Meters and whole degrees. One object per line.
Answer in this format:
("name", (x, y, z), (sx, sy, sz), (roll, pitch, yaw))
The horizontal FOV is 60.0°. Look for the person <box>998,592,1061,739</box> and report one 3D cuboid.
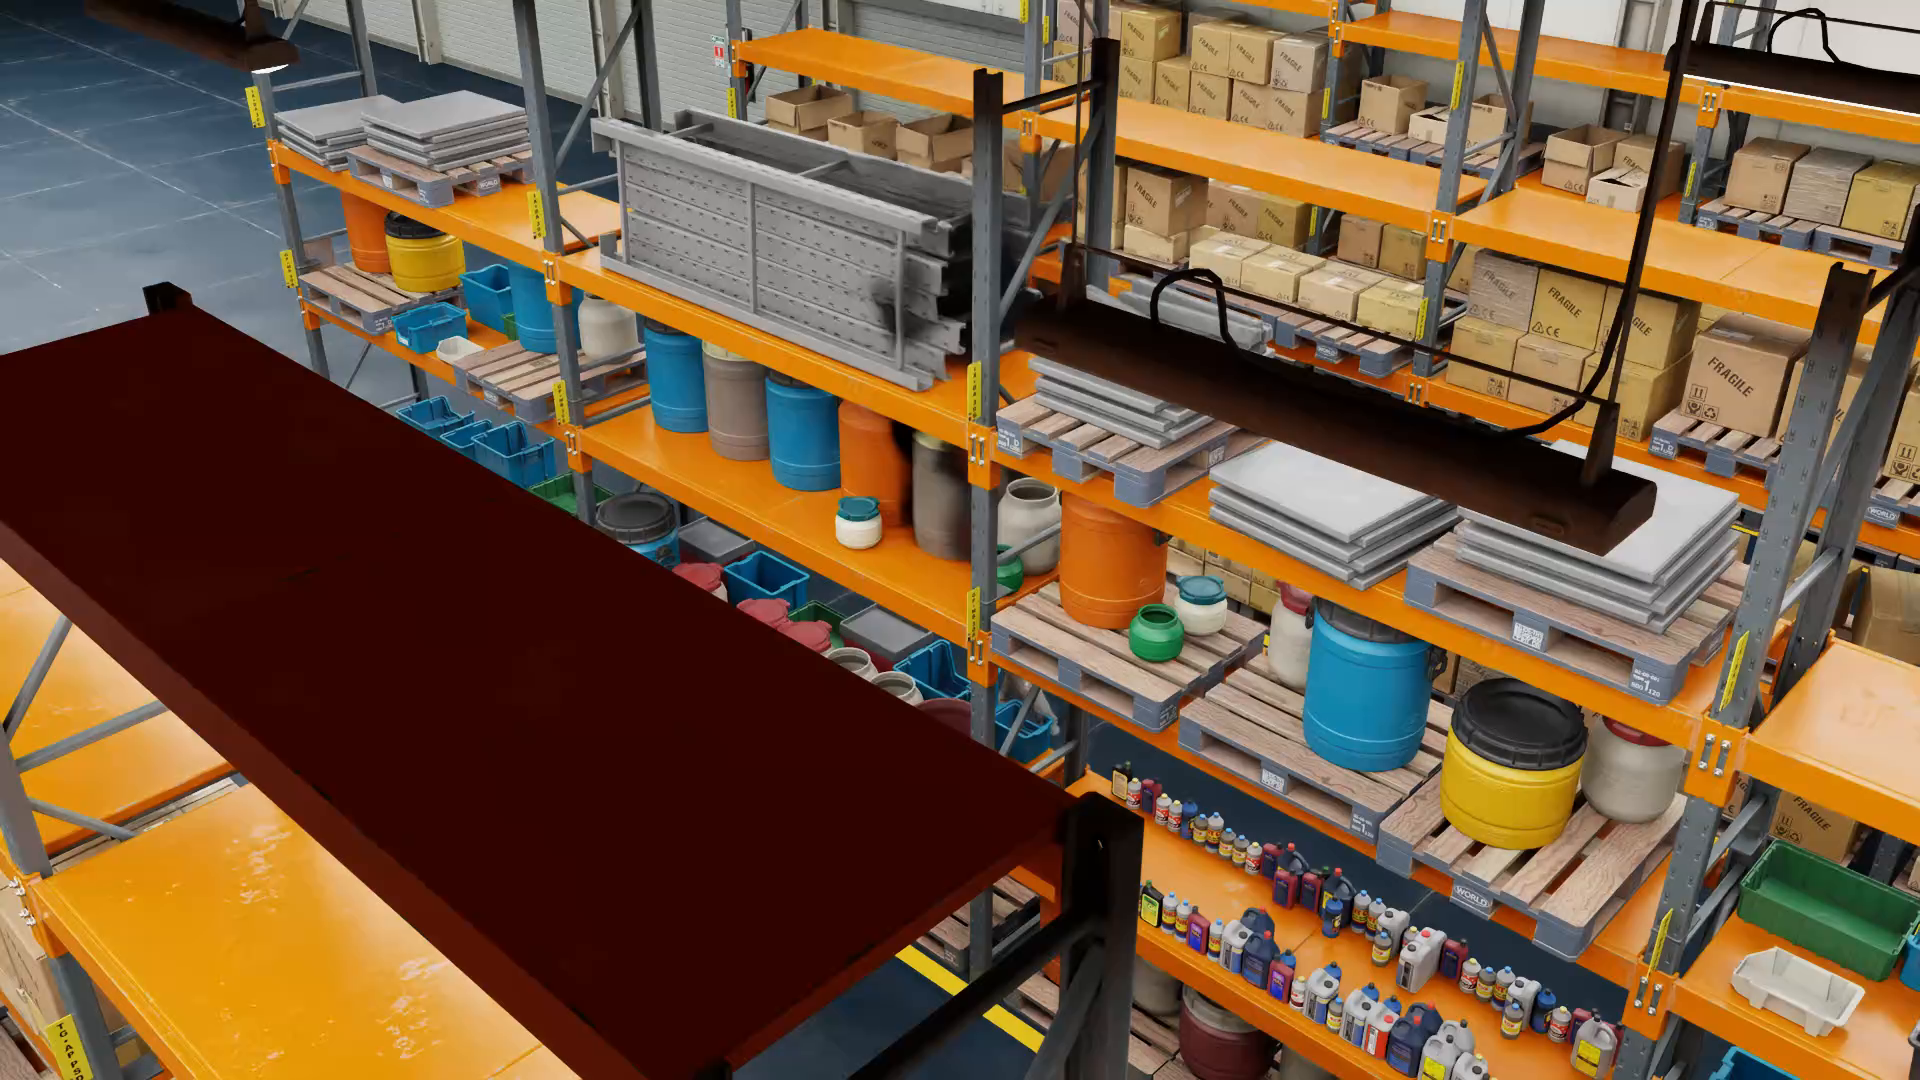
("person", (0.467, 0.690, 12.636), (0.897, 1.789, 0.710), (23, 37, 35))
